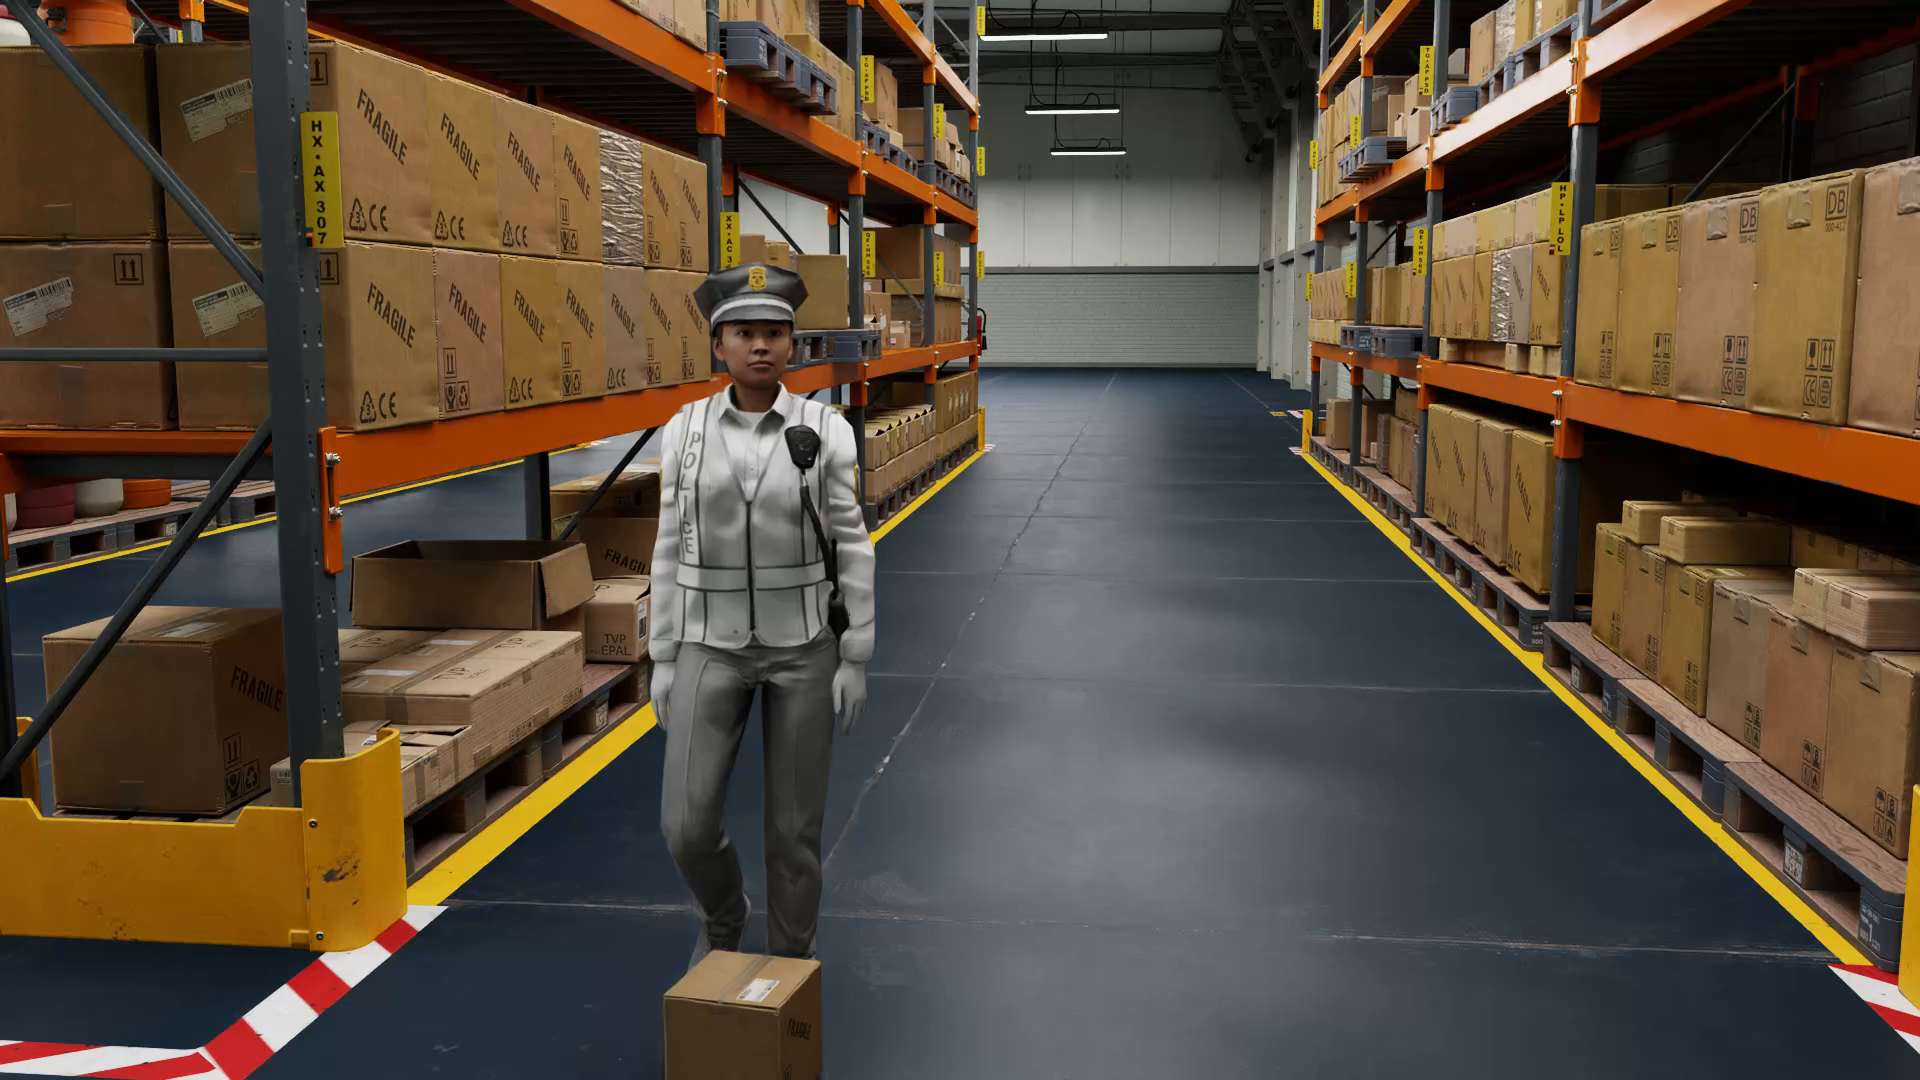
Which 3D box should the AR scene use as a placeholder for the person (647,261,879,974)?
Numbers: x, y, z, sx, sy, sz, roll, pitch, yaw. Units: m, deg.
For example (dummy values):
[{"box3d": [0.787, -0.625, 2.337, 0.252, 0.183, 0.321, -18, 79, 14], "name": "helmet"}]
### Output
[{"box3d": [-0.425, 0.272, 3.549, 0.505, 1.691, 0.417, 0, 8, -3], "name": "person"}]
